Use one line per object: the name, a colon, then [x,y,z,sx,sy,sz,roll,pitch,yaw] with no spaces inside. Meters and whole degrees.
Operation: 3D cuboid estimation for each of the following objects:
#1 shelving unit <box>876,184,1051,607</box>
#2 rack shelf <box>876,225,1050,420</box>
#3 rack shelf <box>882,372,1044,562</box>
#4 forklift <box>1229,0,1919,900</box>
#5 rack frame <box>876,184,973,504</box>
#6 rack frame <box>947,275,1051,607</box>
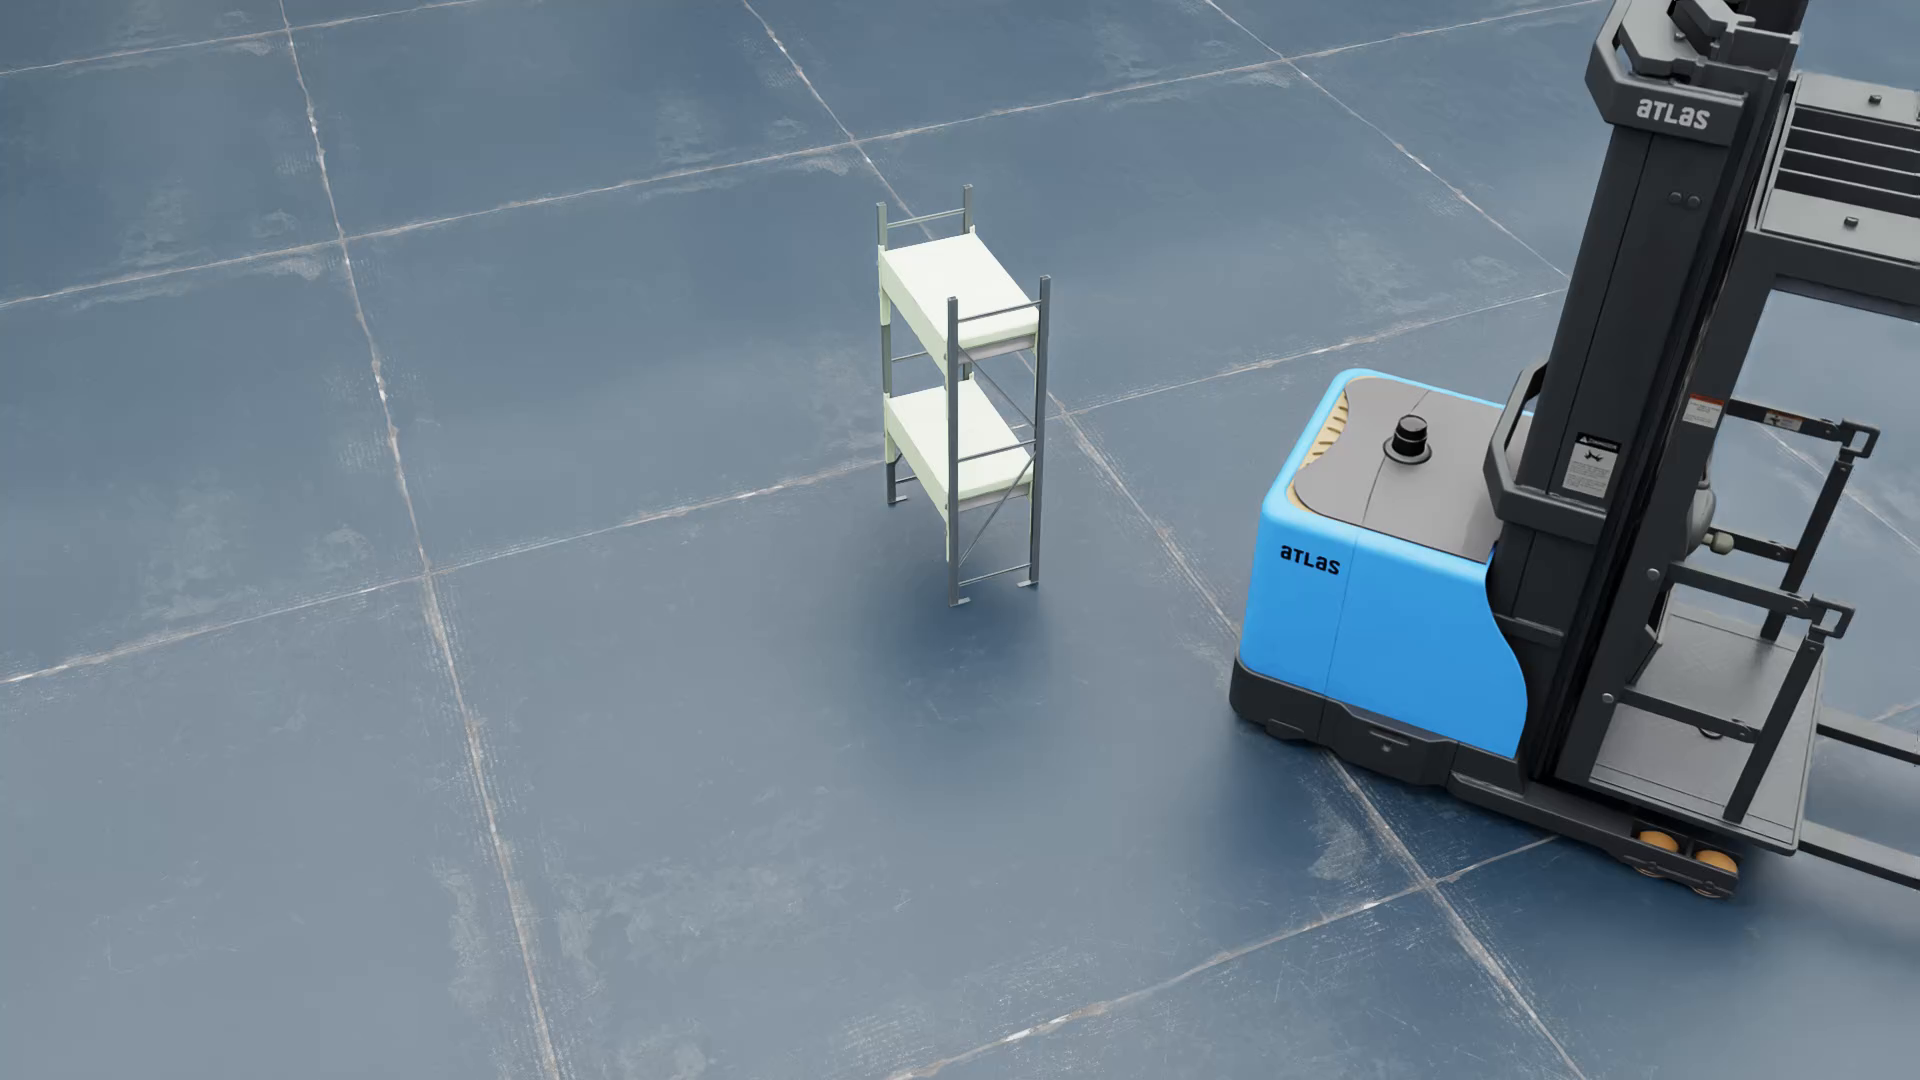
shelving unit: [0.003,-0.565,6.756,0.431,1.500,0.755,-15,43,-17]
rack shelf: [0.003,-0.861,6.502,0.431,0.370,0.720,-15,43,-17]
rack shelf: [0.003,-0.317,6.969,0.431,0.370,0.720,-15,43,-17]
forklift: [2.590,-0.264,5.310,3.031,2.935,1.130,18,44,20]
rack frame: [-0.137,-0.785,7.013,0.400,1.500,0.023,-15,43,-17]
rack frame: [0.143,-0.344,6.500,0.400,1.500,0.023,-15,43,-17]
